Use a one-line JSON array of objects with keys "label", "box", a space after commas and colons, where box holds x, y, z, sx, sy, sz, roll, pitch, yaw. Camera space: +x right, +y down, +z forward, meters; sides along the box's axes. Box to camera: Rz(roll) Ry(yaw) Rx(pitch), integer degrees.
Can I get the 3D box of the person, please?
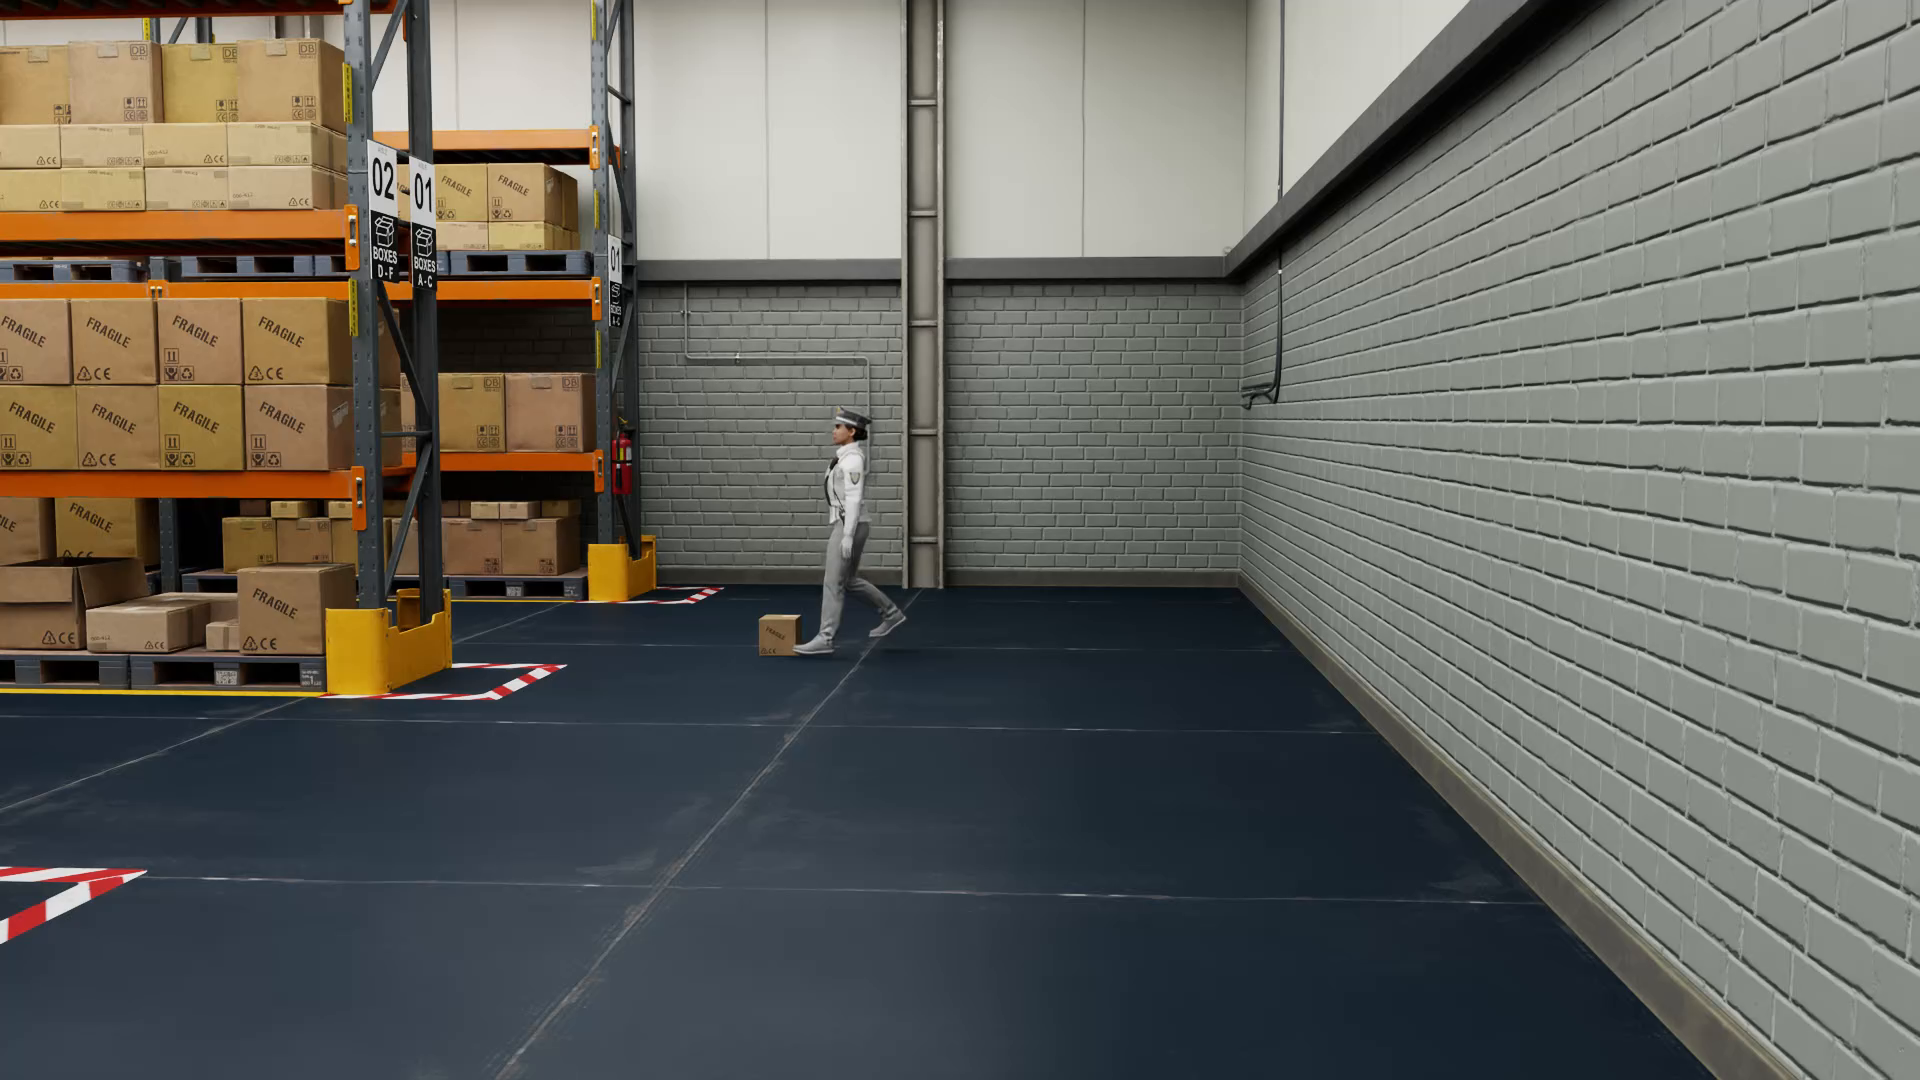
[{"label": "person", "box": [-0.749, -0.078, 11.291, 0.787, 1.669, 0.526, 0, 4, -4]}]
